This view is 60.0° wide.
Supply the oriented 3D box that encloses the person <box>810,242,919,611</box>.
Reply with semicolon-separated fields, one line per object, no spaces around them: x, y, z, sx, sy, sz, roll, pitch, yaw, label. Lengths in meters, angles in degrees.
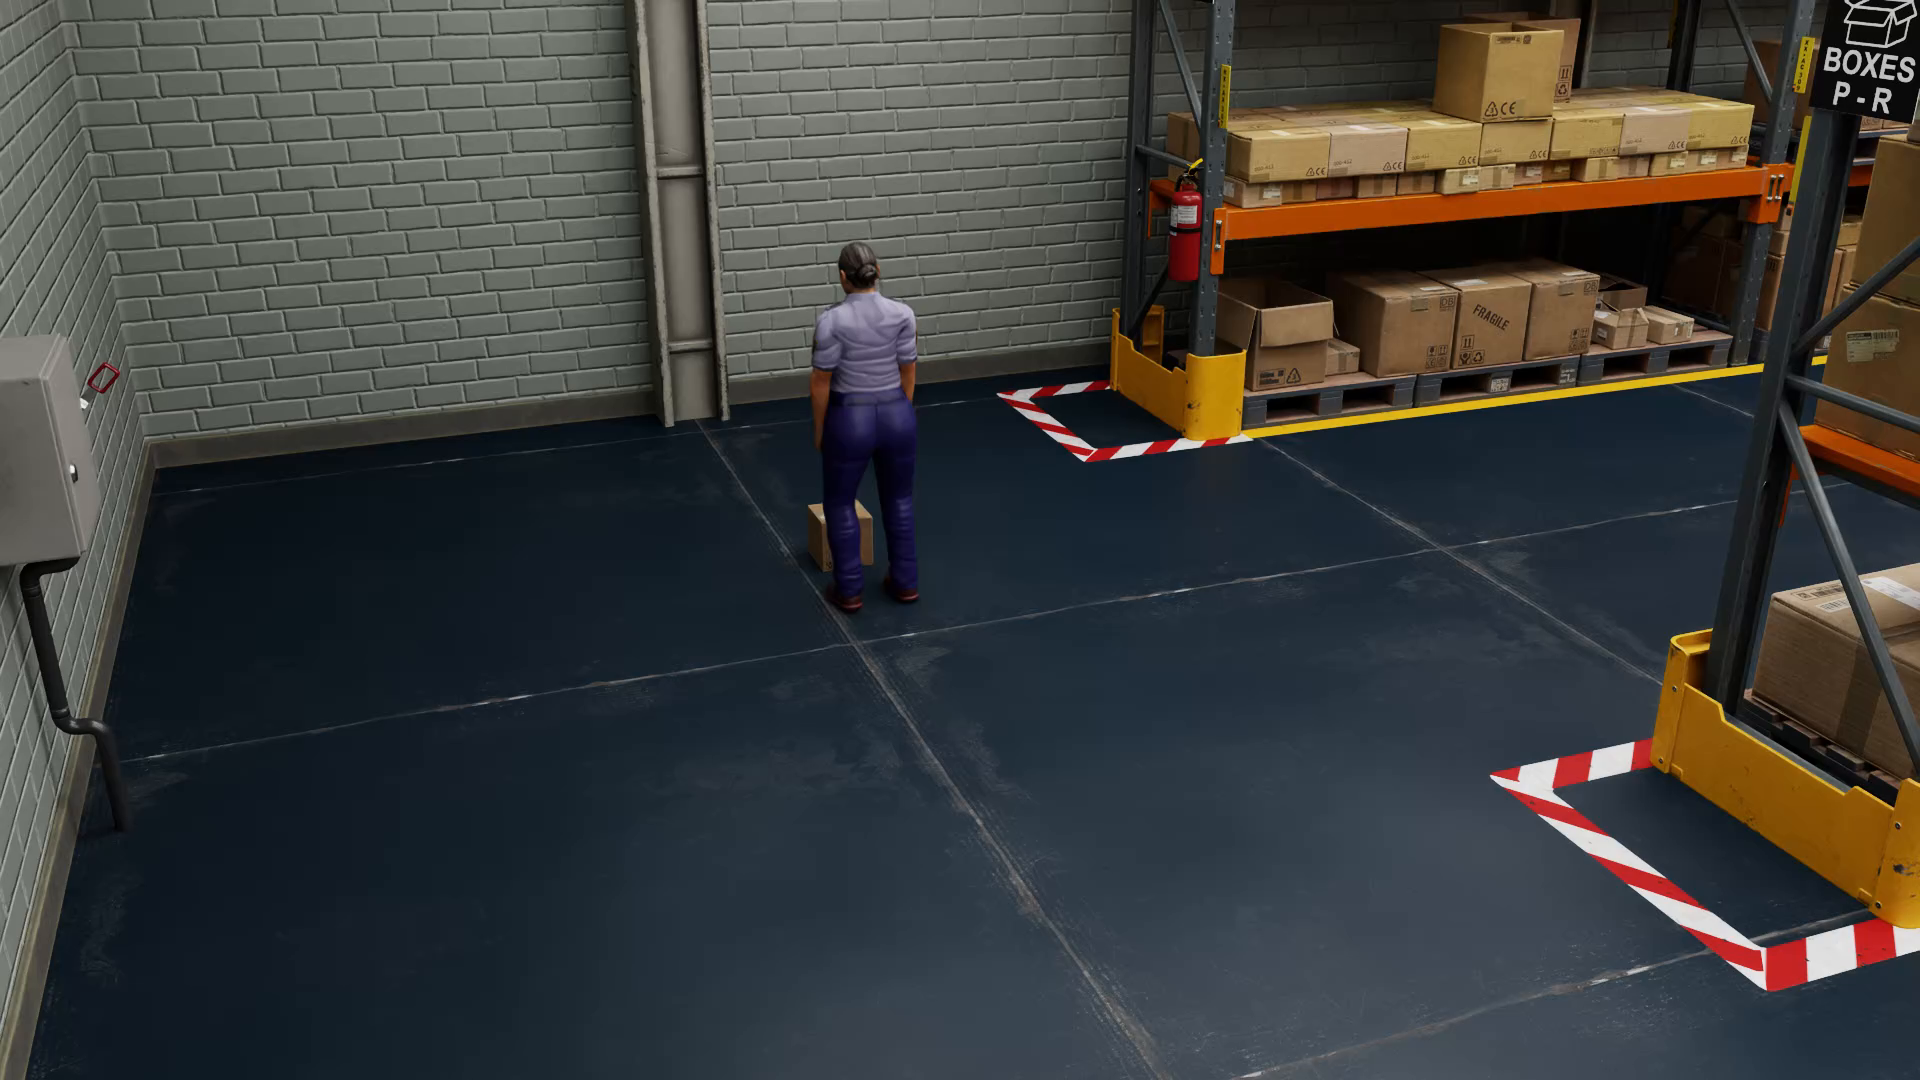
-0.422;-0.485;7.292;0.474;1.640;0.339;-8;24;-18;person
